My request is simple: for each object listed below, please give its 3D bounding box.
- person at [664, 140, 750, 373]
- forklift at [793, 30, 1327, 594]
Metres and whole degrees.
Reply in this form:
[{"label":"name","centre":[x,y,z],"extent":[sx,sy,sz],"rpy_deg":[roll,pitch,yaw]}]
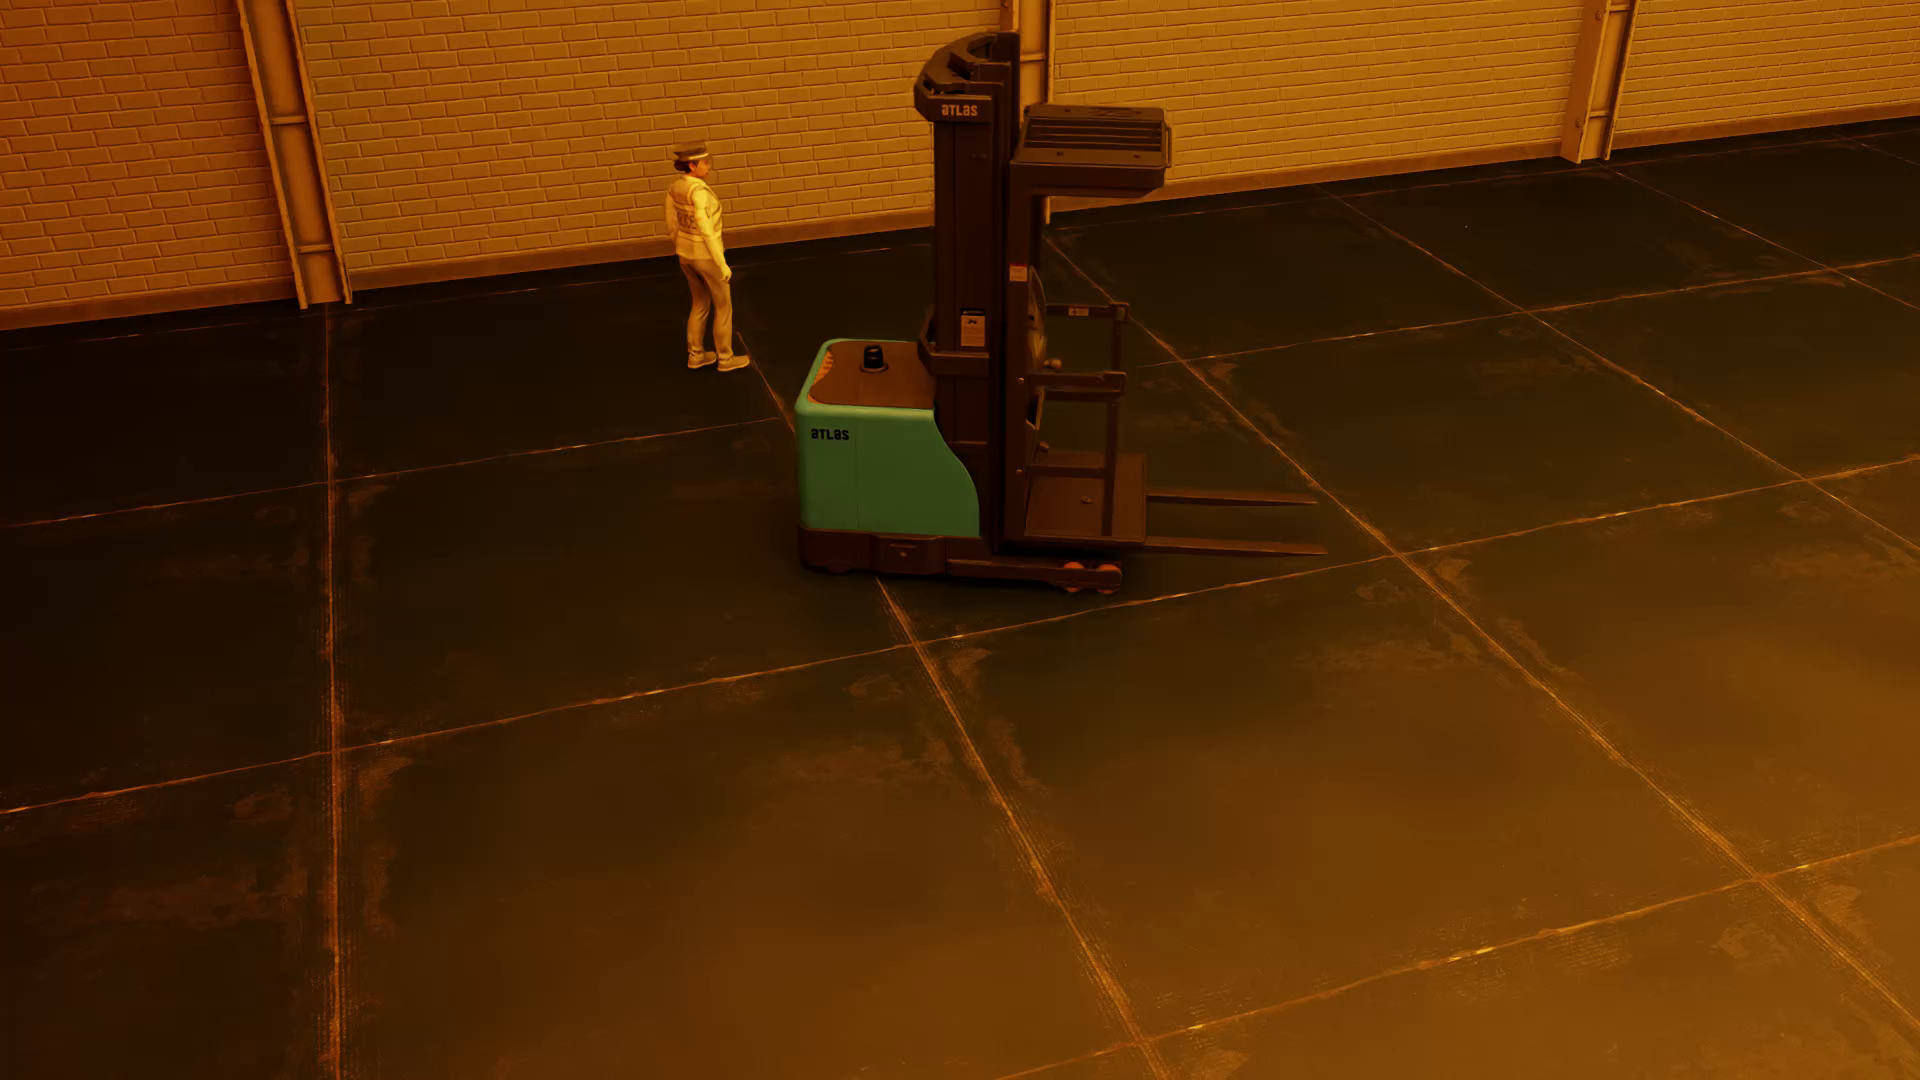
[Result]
[{"label":"person","centre":[-1.803,-2.018,11.863],"extent":[0.412,1.670,0.630],"rpy_deg":[-26,39,-38]},{"label":"forklift","centre":[0.613,-1.244,9.250],"extent":[3.031,2.935,1.130],"rpy_deg":[3,30,5]}]
